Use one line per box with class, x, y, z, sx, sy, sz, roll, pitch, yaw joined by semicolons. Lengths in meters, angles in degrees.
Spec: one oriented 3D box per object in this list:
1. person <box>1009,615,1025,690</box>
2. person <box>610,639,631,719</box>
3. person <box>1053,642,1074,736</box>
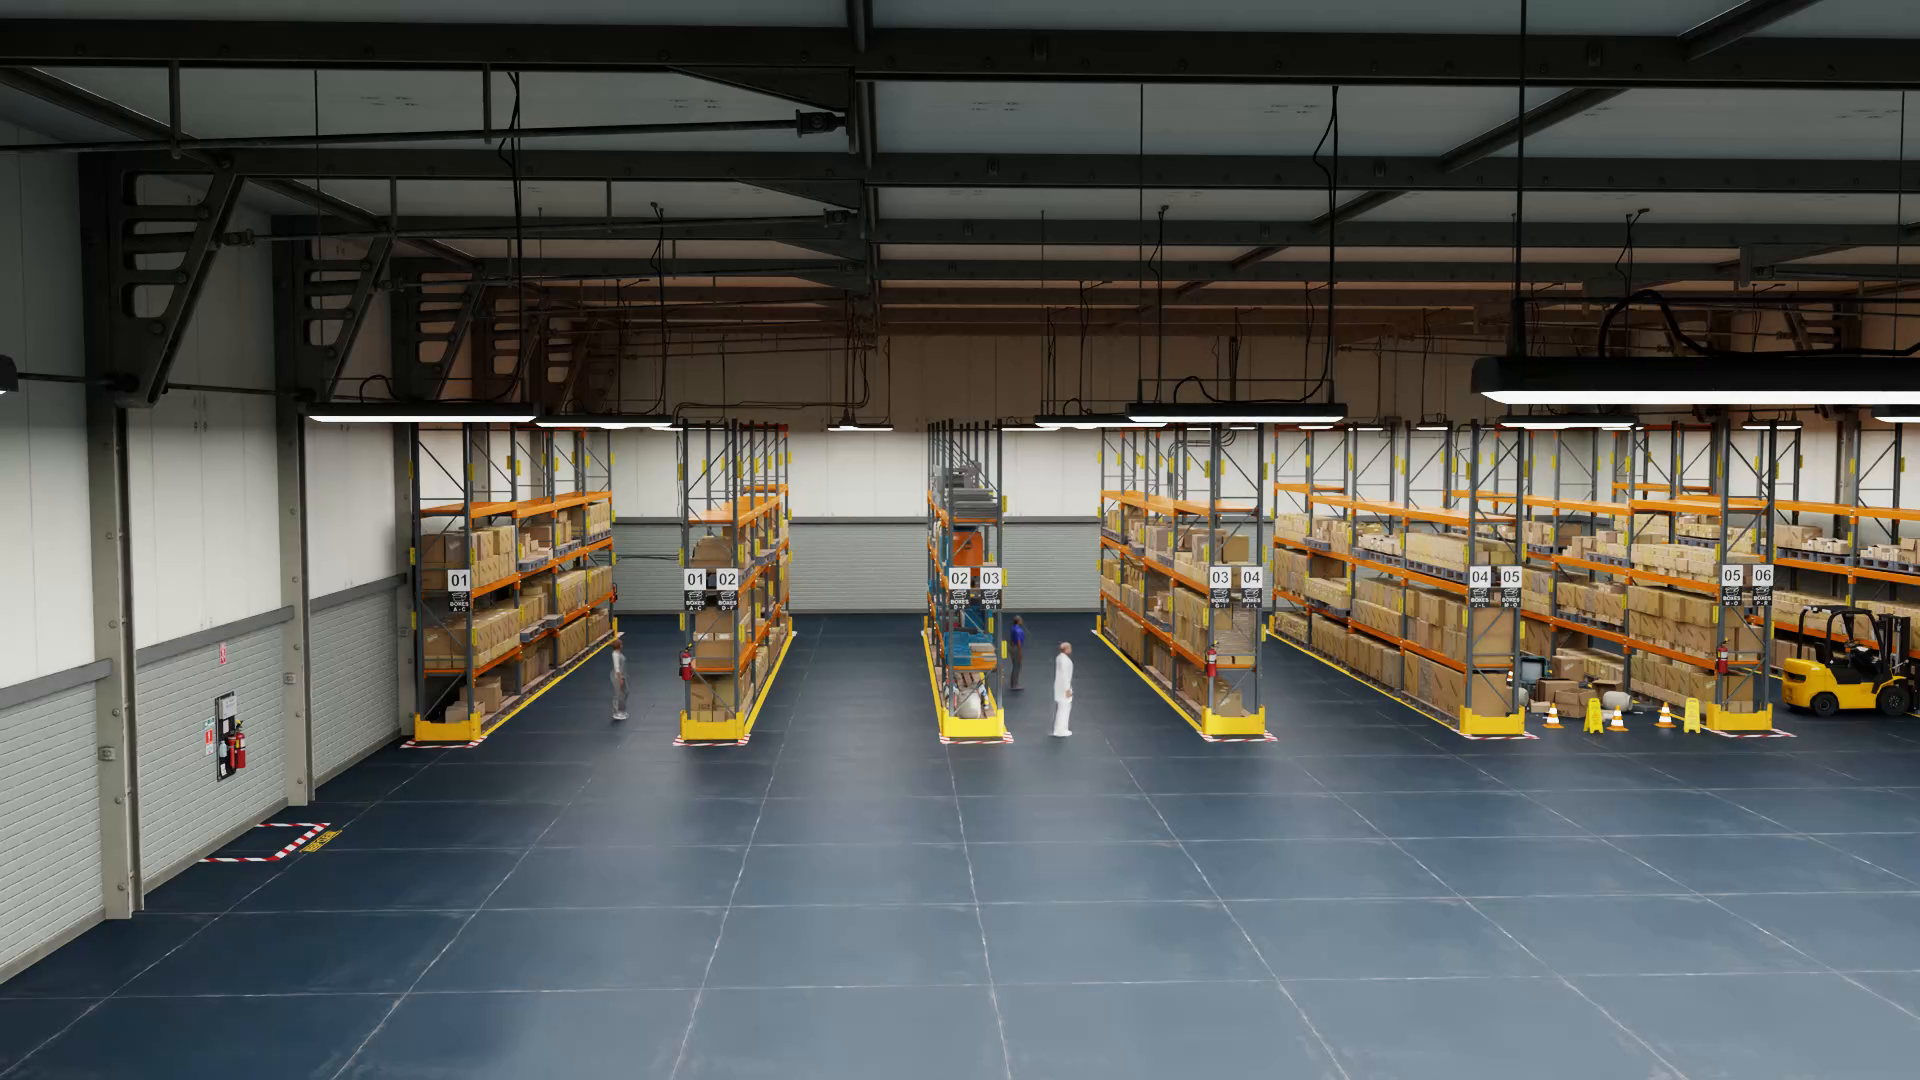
person;1.307;2.589;37.251;0.389;1.597;0.516;-1;4;-15
person;-6.846;2.824;33.403;0.358;1.606;0.432;1;4;12
person;1.984;2.844;31.523;0.436;1.817;0.705;0;4;-4
